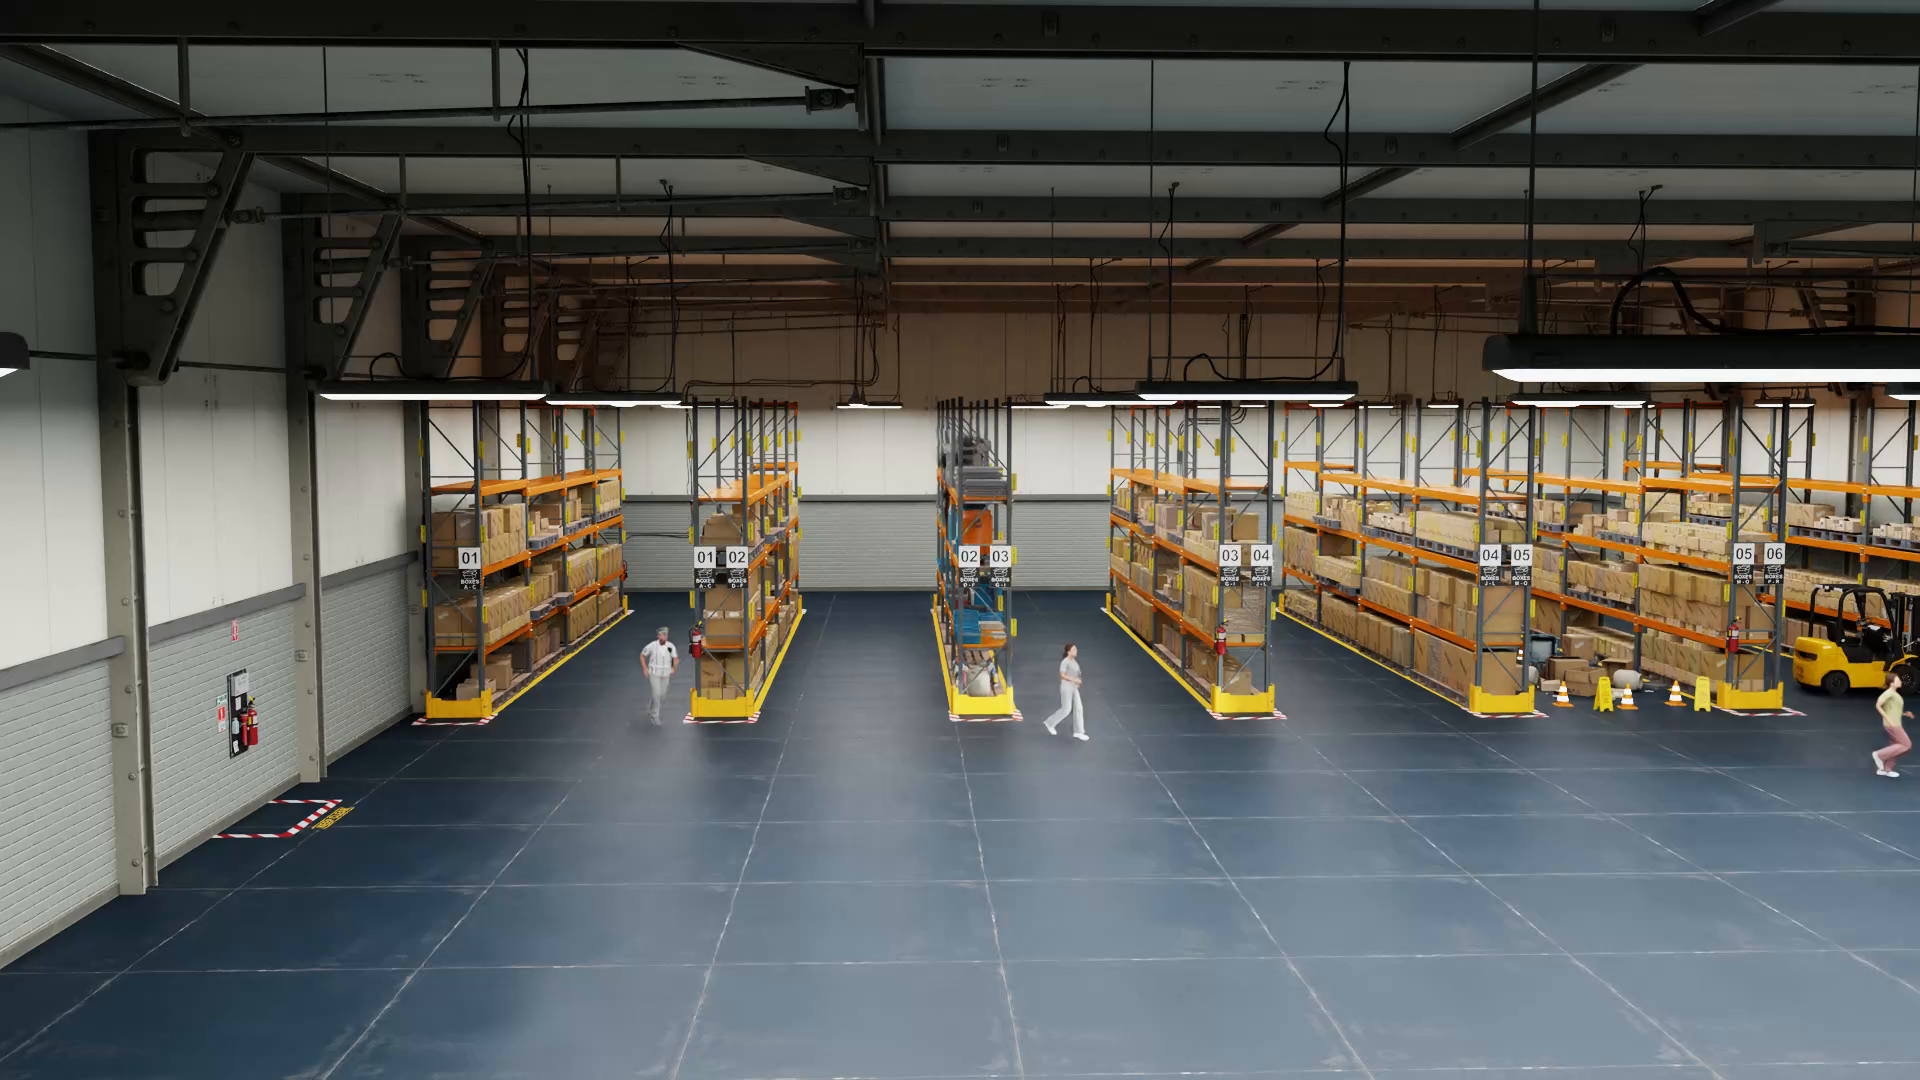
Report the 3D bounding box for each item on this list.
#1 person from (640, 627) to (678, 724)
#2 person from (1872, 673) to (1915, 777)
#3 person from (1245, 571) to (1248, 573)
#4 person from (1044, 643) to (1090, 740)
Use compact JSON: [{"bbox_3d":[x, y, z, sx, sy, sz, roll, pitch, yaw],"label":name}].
[{"bbox_3d":[-5.559,2.489,30.797,0.693,1.764,0.723,-3,5,-30],"label":"person"},{"bbox_3d":[14.628,2.902,26.045,0.540,1.619,0.575,3,5,36],"label":"person"},{"bbox_3d":[8.159,1.177,48.099,0.667,1.667,0.805,4,6,44],"label":"person"},{"bbox_3d":[1.891,2.640,29.136,0.846,1.686,0.587,3,5,31],"label":"person"}]
